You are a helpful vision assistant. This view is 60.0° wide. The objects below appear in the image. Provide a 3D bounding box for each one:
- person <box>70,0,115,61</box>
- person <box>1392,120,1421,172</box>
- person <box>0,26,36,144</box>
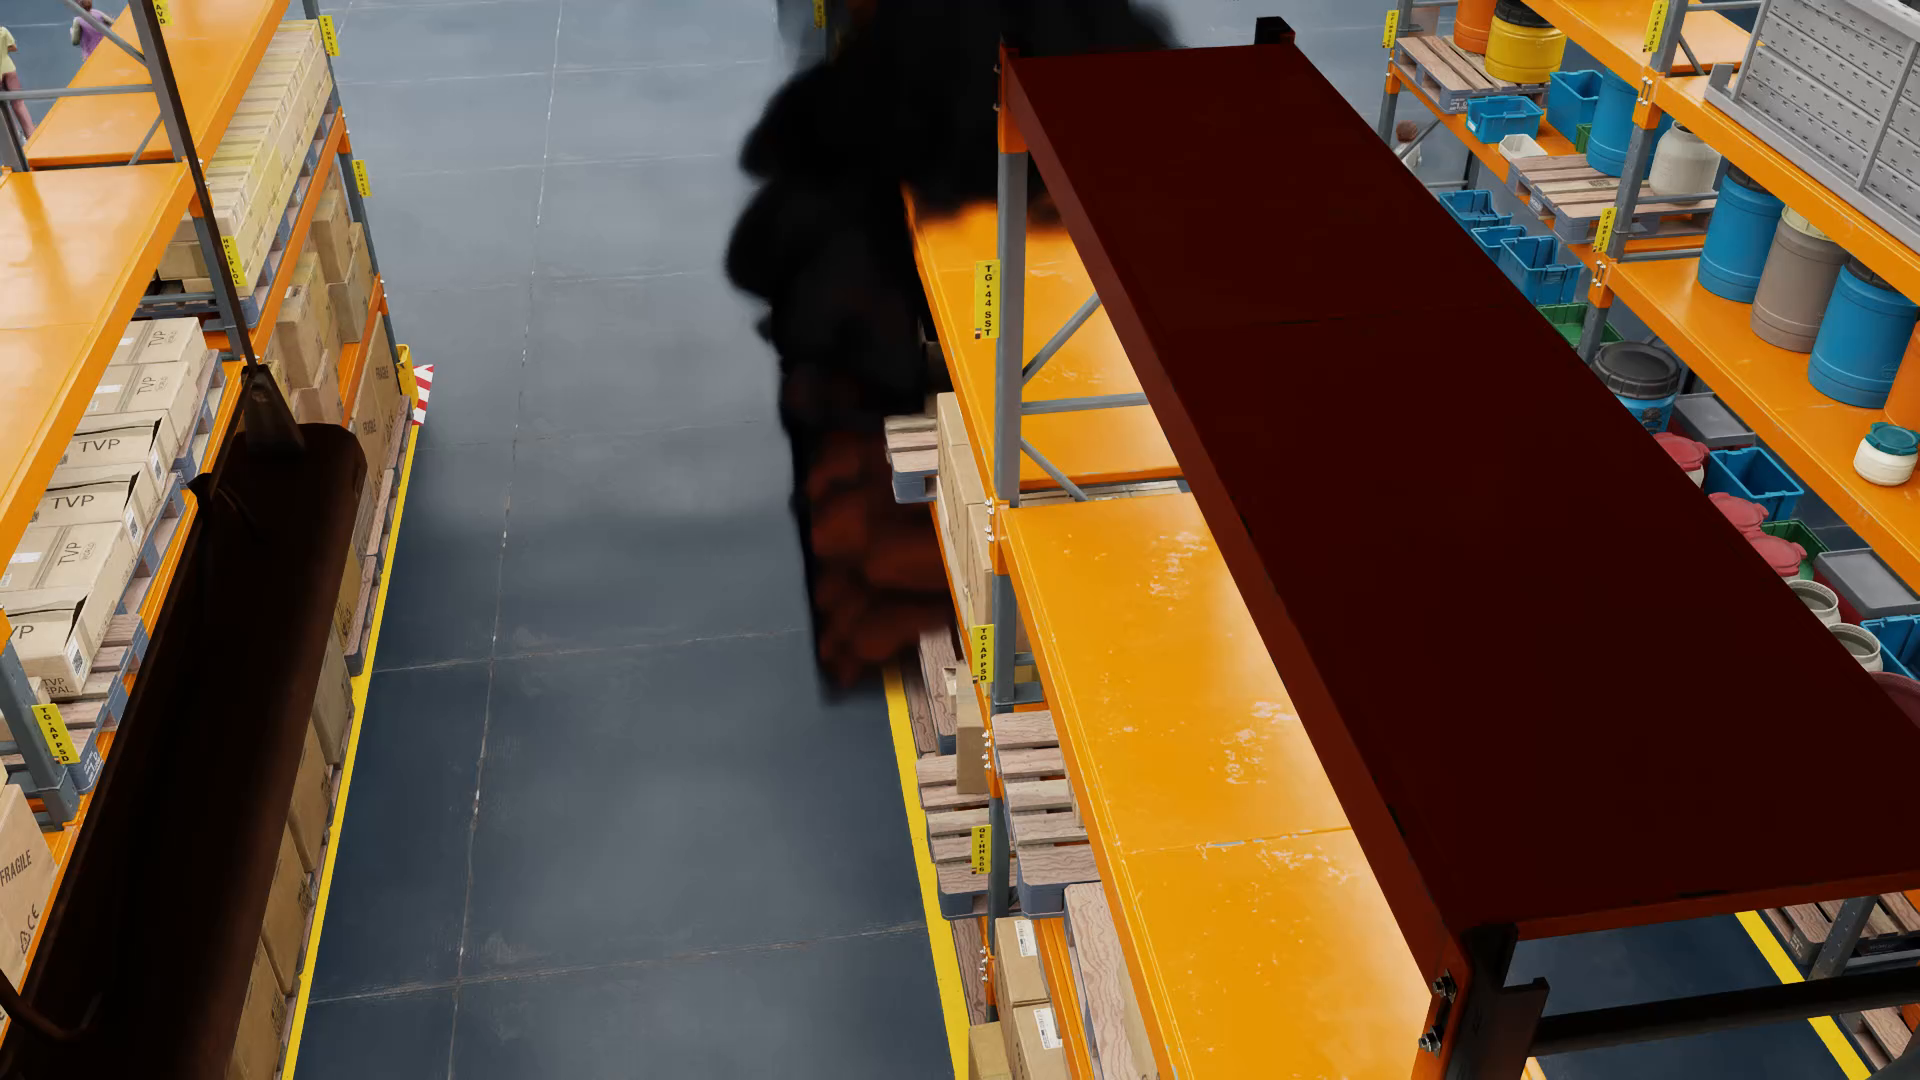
[{"bbox_3d":[-10.269,-5.735,19.903,0.728,1.646,0.507,14,39,19],"label":"person"},{"bbox_3d":[4.425,-3.552,16.988,0.566,1.570,0.543,-30,46,-34],"label":"person"},{"bbox_3d":[-11.167,-5.391,19.399,0.711,1.710,0.556,27,44,32],"label":"person"}]
